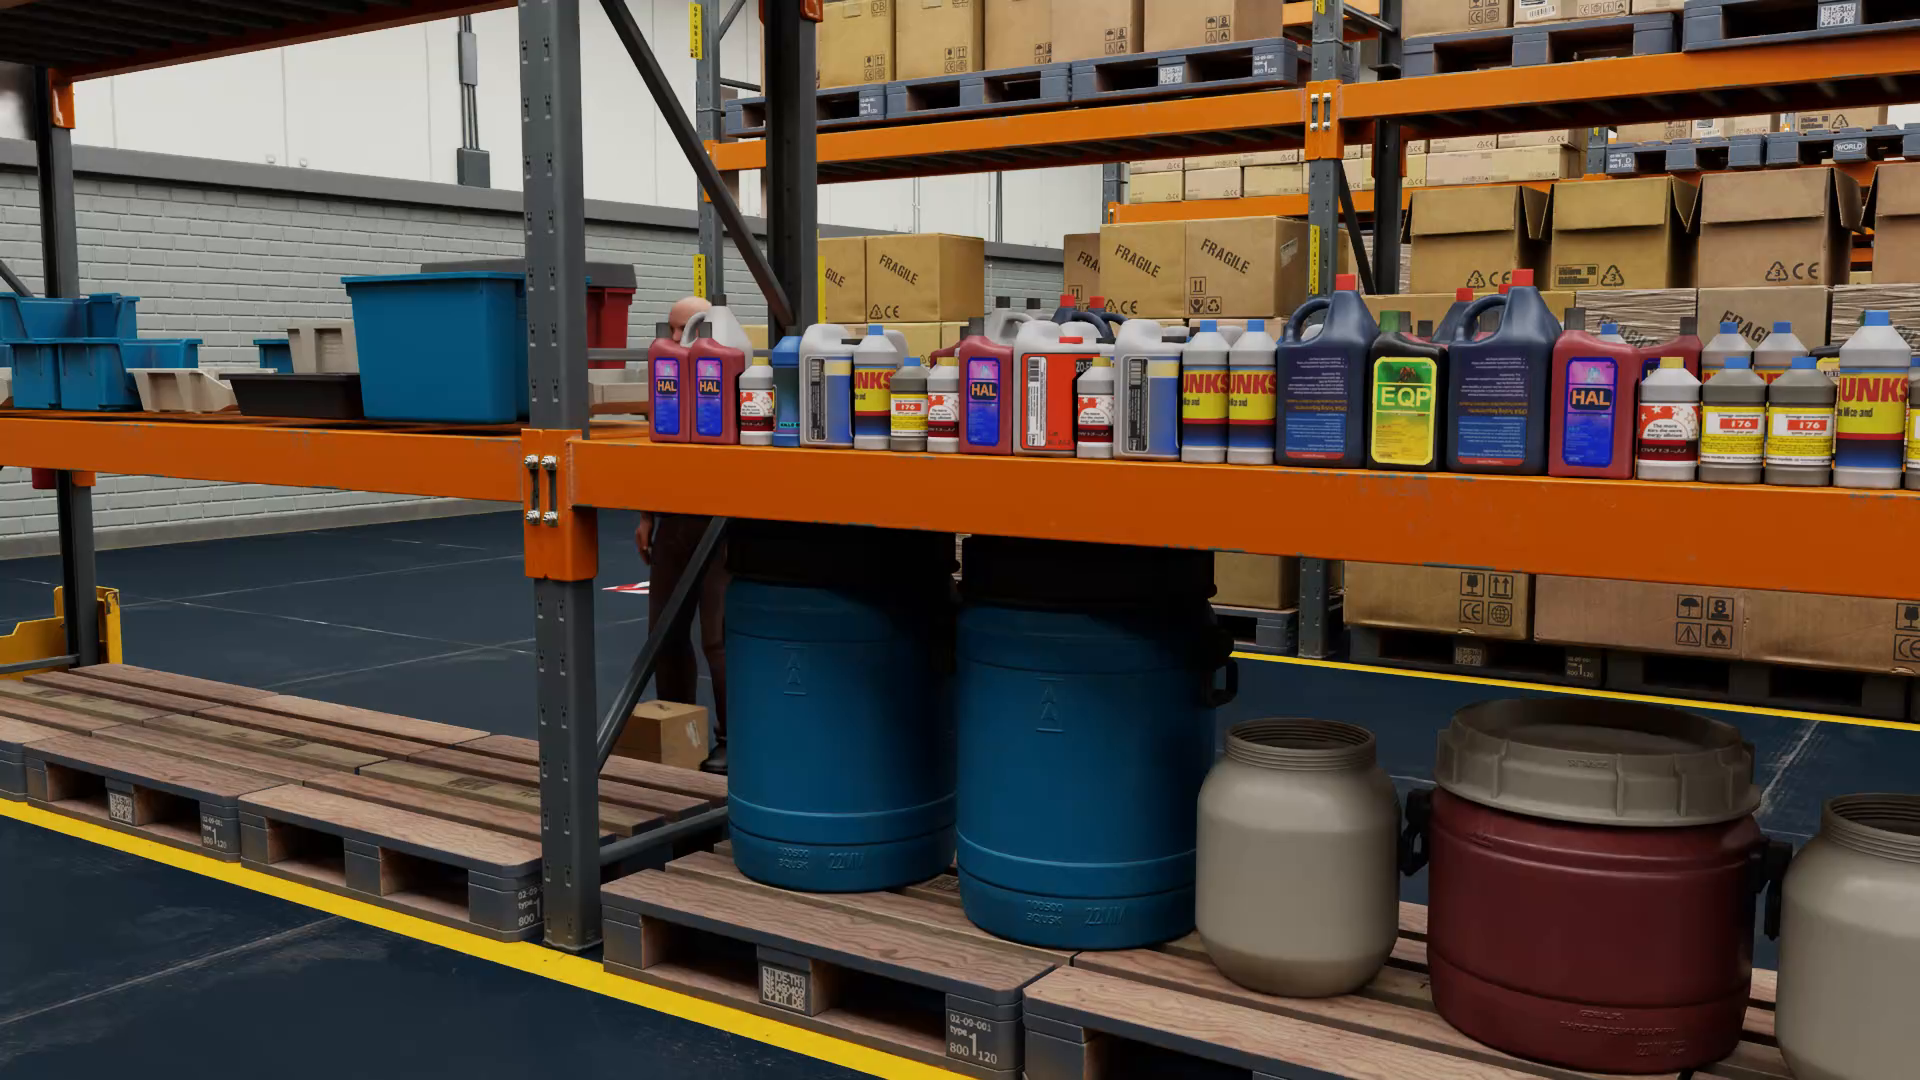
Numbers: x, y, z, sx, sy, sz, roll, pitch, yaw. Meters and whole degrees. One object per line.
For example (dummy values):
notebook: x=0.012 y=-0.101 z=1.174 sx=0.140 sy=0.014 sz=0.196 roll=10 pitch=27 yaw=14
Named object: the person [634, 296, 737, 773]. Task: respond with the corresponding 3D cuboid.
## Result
person: x=-0.928 y=-0.027 z=6.120 sx=0.594 sy=1.721 sz=0.424 roll=4 pitch=7 yaw=30
